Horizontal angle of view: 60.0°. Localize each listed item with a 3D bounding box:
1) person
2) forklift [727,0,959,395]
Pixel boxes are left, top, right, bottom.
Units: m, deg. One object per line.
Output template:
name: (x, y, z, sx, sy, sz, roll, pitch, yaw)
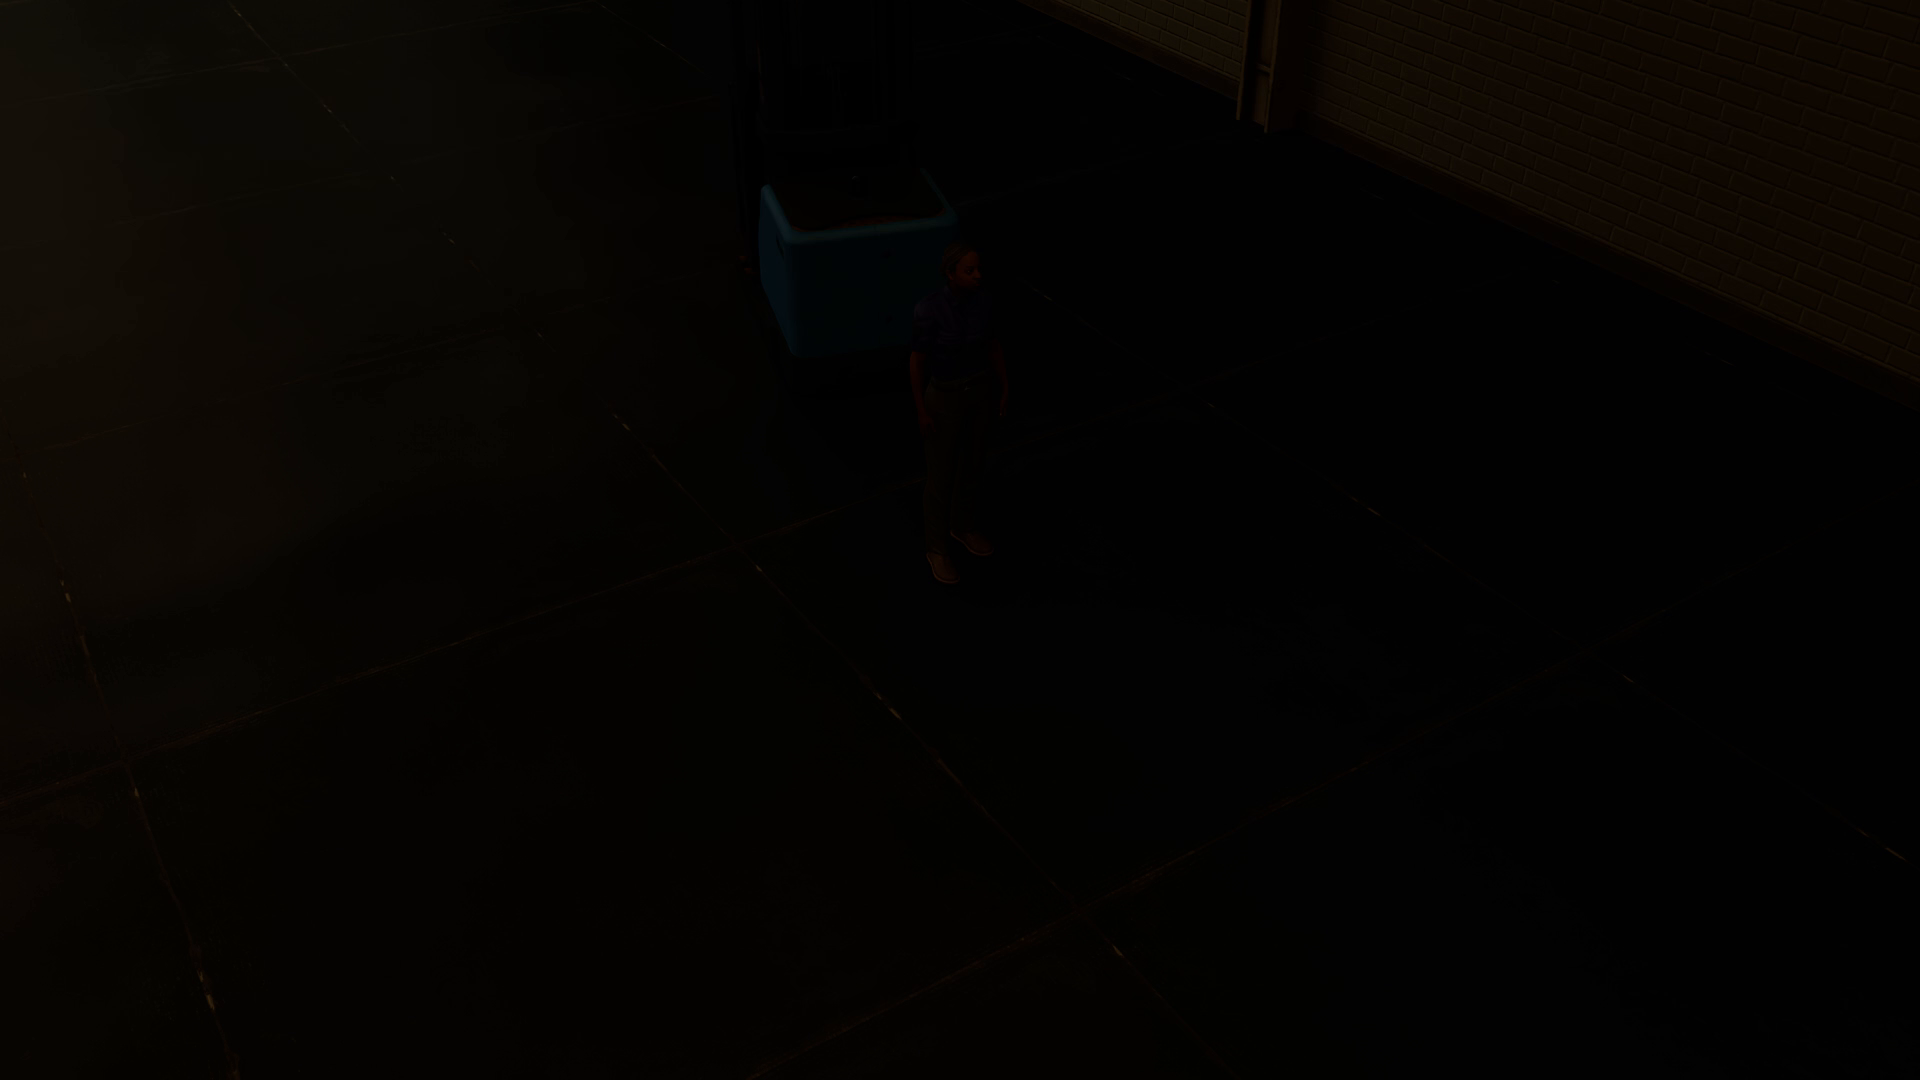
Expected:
person: (0.032, -0.634, 8.148, 0.570, 1.656, 0.503, -21, 40, -27)
forklift: (-0.887, -2.897, 10.270, 1.130, 2.935, 3.031, -9, 36, -13)
